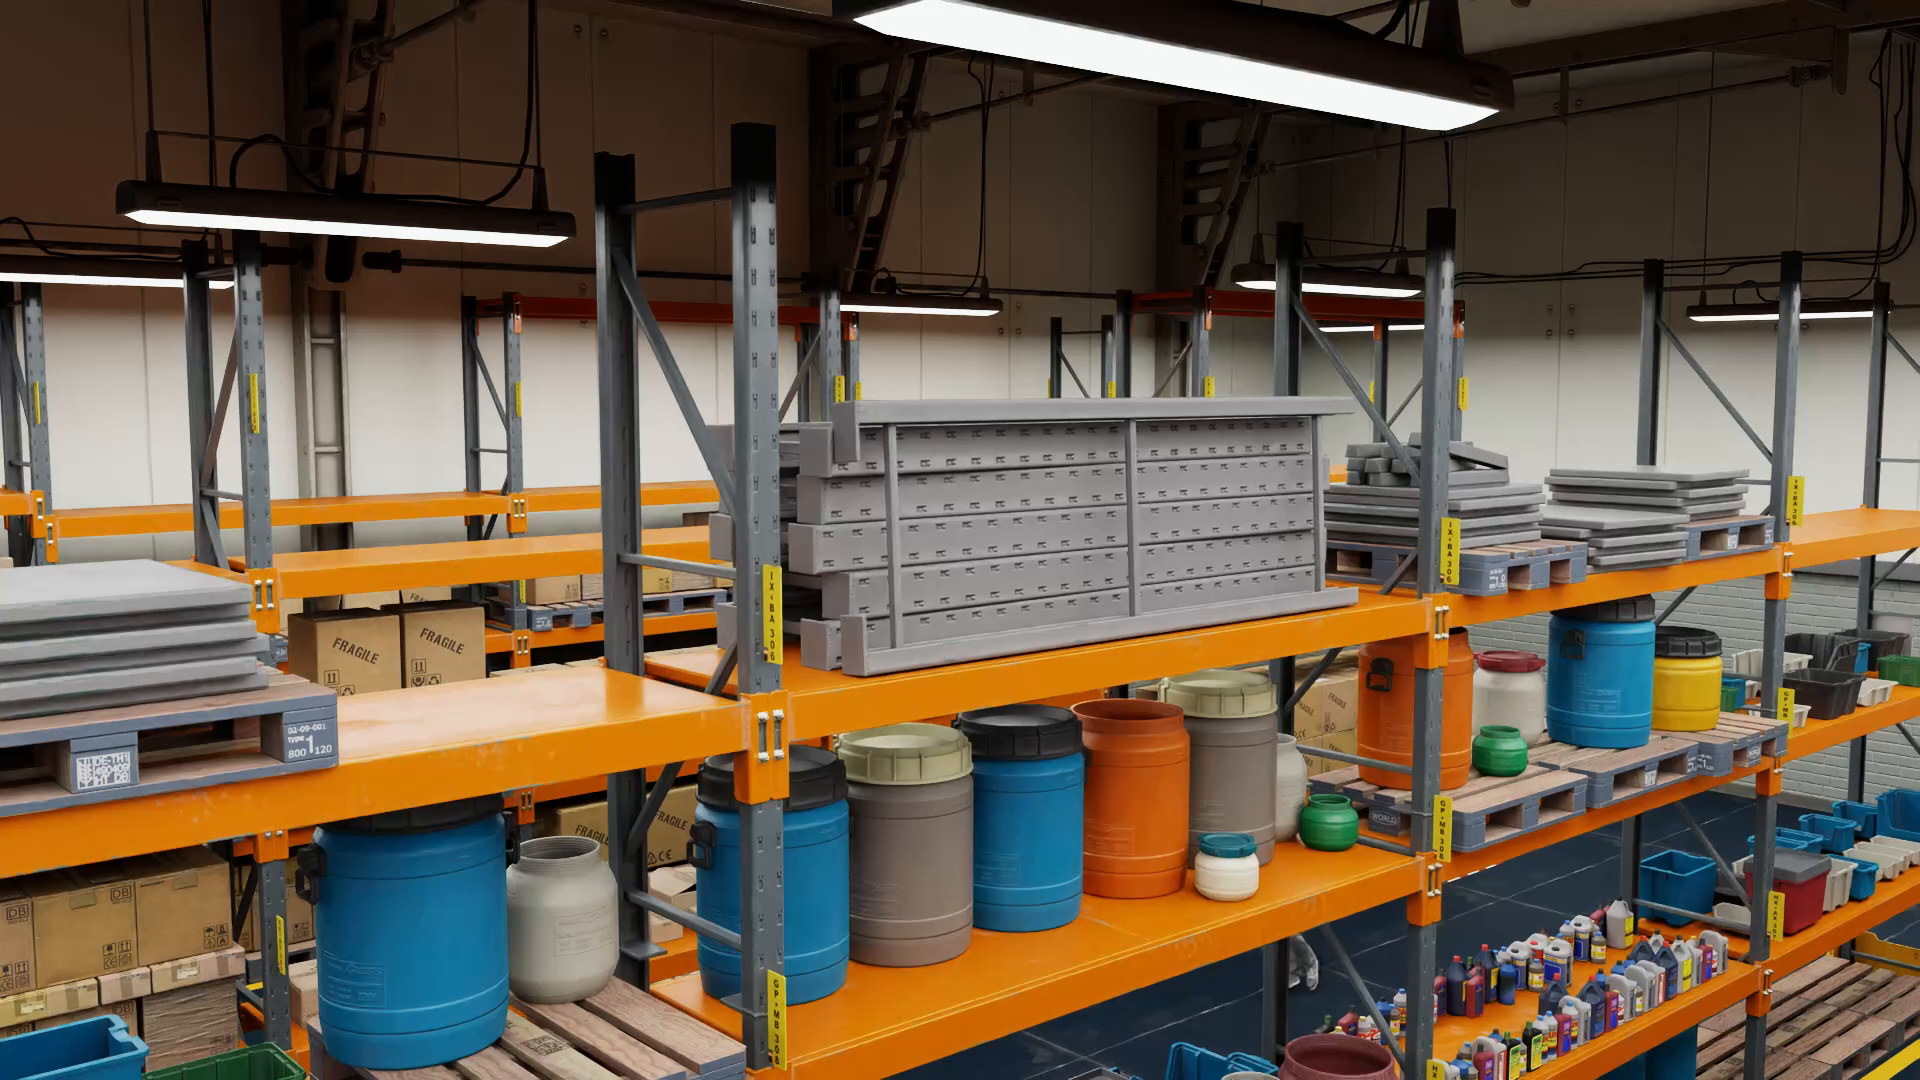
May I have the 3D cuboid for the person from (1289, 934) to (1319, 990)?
[{"bbox_3d":[2.829,3.027,14.124,0.408,1.604,0.467,-4,7,-35],"label":"person"}]
